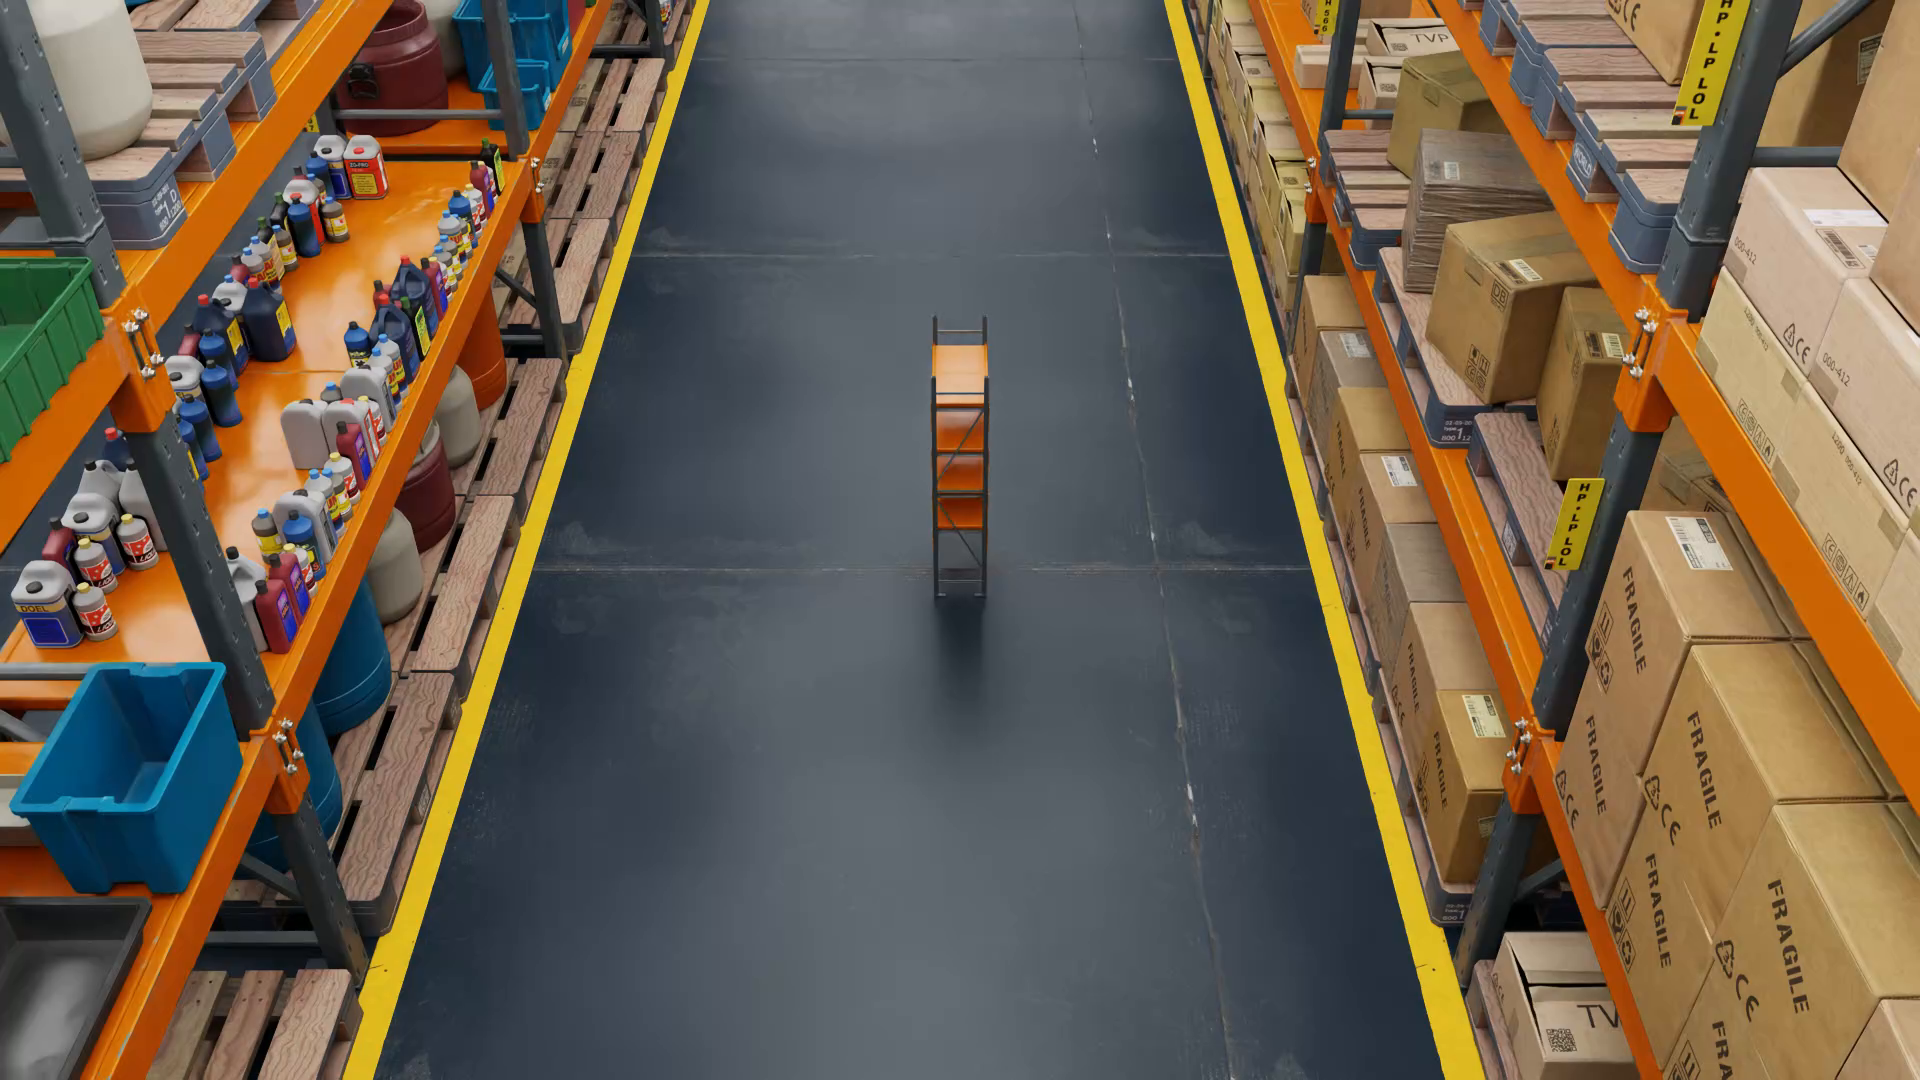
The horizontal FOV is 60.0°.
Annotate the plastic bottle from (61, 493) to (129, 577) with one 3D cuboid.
[{"bbox_3d":[-2.979,-0.018,5.719,0.152,0.276,0.135,0,39,0],"label":"plastic bottle"}]

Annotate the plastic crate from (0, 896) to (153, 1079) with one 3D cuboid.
[{"bbox_3d":[-2.385,1.192,4.281,0.437,0.125,0.590,0,39,0],"label":"plastic crate"}]

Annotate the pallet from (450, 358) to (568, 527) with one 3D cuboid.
[{"bbox_3d":[-2.617,-0.512,8.466,1.003,0.211,1.213,0,39,0],"label":"pallet"}]

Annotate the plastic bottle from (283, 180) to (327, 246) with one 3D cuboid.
[{"bbox_3d":[-2.981,-1.485,7.549,0.152,0.276,0.135,0,39,0],"label":"plastic bottle"}]

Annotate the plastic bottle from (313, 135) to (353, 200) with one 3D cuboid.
[{"bbox_3d":[-2.982,-1.774,7.910,0.152,0.276,0.135,0,39,0],"label":"plastic bottle"}]

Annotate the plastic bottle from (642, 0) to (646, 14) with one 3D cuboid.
[{"bbox_3d":[-2.360,-4.108,12.543,0.061,0.283,0.133,0,39,0],"label":"plastic bottle"}]

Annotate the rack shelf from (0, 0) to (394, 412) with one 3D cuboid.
[{"bbox_3d":[-2.657,-1.732,5.935,1.077,0.370,4.000,0,39,0],"label":"rack shelf"}]

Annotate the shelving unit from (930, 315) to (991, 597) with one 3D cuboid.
[{"bbox_3d":[0.000,-0.365,7.491,0.258,1.200,0.503,0,39,0],"label":"shelving unit"}]

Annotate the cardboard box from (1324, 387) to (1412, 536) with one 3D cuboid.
[{"bbox_3d":[2.011,-0.365,7.699,0.500,0.500,0.500,-1,39,-1],"label":"cardboard box"}]

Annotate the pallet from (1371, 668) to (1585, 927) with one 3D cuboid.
[{"bbox_3d":[2.260,0.987,6.596,1.003,0.211,1.213,0,39,0],"label":"pallet"}]

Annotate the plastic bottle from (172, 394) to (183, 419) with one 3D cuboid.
[{"bbox_3d":[-2.979,-0.418,6.217,0.152,0.276,0.135,0,39,0],"label":"plastic bottle"}]

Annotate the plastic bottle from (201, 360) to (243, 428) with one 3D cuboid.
[{"bbox_3d":[-2.855,-0.572,6.414,0.097,0.271,0.097,0,39,0],"label":"plastic bottle"}]

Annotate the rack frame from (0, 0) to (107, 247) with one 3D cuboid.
[{"bbox_3d":[-2.655,-1.933,3.211,1.000,3.000,0.127,0,39,0],"label":"rack frame"}]

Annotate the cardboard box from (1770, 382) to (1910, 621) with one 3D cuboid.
[{"bbox_3d":[2.048,-0.088,3.428,0.500,0.250,0.500,0,39,0],"label":"cardboard box"}]

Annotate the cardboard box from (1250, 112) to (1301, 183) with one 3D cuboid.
[{"bbox_3d":[2.042,-2.372,9.971,0.500,0.311,0.500,0,39,0],"label":"cardboard box"}]

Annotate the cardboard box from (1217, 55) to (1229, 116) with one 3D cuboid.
[{"bbox_3d":[2.042,-3.115,11.346,0.500,0.250,0.500,1,39,1],"label":"cardboard box"}]

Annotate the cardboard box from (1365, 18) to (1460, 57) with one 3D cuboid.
[{"bbox_3d":[2.487,-2.619,8.936,0.500,0.311,0.500,0,39,-1],"label":"cardboard box"}]

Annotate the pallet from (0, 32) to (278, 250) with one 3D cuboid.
[{"bbox_3d":[-2.753,-1.179,4.820,1.213,0.211,1.003,0,39,0],"label":"pallet"}]

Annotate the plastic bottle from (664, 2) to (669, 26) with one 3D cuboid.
[{"bbox_3d":[-2.226,-3.937,12.396,0.097,0.201,0.097,0,39,0],"label":"plastic bottle"}]

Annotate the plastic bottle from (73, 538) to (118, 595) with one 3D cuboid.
[{"bbox_3d":[-2.945,0.084,5.651,0.097,0.201,0.097,0,39,0],"label":"plastic bottle"}]

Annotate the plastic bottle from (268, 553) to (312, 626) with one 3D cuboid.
[{"bbox_3d":[-2.228,0.141,5.515,0.061,0.283,0.133,0,39,0],"label":"plastic bottle"}]

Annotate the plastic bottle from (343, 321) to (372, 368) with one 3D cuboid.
[{"bbox_3d":[-2.393,-0.749,6.635,0.097,0.271,0.097,0,39,0],"label":"plastic bottle"}]

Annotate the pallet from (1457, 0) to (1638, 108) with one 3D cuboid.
[{"bbox_3d":[2.364,-1.747,5.528,1.213,0.211,1.003,0,39,0],"label":"pallet"}]

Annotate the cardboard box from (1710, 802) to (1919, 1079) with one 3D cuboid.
[{"bbox_3d":[2.019,0.917,3.573,0.500,0.500,0.500,-1,39,-1],"label":"cardboard box"}]

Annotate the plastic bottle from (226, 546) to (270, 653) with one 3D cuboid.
[{"bbox_3d":[-2.331,0.182,5.409,0.144,0.351,0.185,0,39,0],"label":"plastic bottle"}]

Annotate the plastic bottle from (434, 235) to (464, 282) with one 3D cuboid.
[{"bbox_3d":[-2.249,-1.242,7.306,0.097,0.201,0.097,0,39,0],"label":"plastic bottle"}]

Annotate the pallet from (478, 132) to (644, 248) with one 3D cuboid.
[{"bbox_3d":[-2.620,-2.250,10.635,1.003,0.211,1.213,0,39,0],"label":"pallet"}]

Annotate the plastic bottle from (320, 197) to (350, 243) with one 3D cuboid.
[{"bbox_3d":[-2.857,-1.467,7.587,0.097,0.201,0.097,0,39,0],"label":"plastic bottle"}]

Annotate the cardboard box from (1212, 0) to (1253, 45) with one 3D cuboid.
[{"bbox_3d":[2.041,-3.647,11.562,0.500,0.311,0.500,0,39,0],"label":"cardboard box"}]

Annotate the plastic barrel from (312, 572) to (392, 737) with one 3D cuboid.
[{"bbox_3d":[-2.639,0.280,6.589,0.600,0.901,0.708,0,39,0],"label":"plastic barrel"}]

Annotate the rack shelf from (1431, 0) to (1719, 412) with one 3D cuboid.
[{"bbox_3d":[2.297,-1.733,5.937,1.077,0.370,4.000,0,39,0],"label":"rack shelf"}]

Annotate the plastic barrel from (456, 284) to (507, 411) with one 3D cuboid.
[{"bbox_3d":[-2.642,-1.104,8.374,0.600,0.830,0.708,0,39,0],"label":"plastic barrel"}]

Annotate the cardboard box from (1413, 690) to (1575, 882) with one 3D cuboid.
[{"bbox_3d":[2.012,0.902,6.118,0.500,0.500,0.500,0,39,0],"label":"cardboard box"}]

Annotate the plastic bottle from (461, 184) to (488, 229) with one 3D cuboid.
[{"bbox_3d":[-2.250,-1.546,7.685,0.097,0.201,0.097,0,39,0],"label":"plastic bottle"}]

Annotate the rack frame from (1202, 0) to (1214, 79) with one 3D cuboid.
[{"bbox_3d":[2.290,-4.596,11.332,1.000,3.000,0.127,0,39,0],"label":"rack frame"}]

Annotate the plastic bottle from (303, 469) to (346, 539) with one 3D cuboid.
[{"bbox_3d":[-2.247,-0.133,5.865,0.097,0.271,0.097,0,39,0],"label":"plastic bottle"}]

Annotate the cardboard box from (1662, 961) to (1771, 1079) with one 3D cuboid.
[{"bbox_3d":[2.029,1.320,3.870,0.500,0.500,0.500,0,39,0],"label":"cardboard box"}]

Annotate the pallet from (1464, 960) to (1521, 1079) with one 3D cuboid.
[{"bbox_3d":[2.299,1.925,5.425,1.003,0.211,1.213,0,39,0],"label":"pallet"}]

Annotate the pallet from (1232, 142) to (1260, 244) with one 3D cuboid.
[{"bbox_3d":[2.334,-2.282,10.674,1.003,0.211,1.213,0,39,0],"label":"pallet"}]

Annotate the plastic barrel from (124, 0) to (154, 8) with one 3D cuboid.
[{"bbox_3d":[-2.809,-2.189,5.193,0.600,0.901,0.708,0,39,0],"label":"plastic barrel"}]

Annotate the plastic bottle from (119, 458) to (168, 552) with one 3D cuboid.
[{"bbox_3d":[-2.839,-0.147,5.820,0.144,0.351,0.185,0,39,0],"label":"plastic bottle"}]

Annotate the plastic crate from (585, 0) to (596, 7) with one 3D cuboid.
[{"bbox_3d":[-2.379,-3.423,10.038,0.450,0.188,0.662,0,39,0],"label":"plastic crate"}]

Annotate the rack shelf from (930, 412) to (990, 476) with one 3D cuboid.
[{"bbox_3d":[0.000,-0.487,7.393,0.258,0.148,0.480,0,39,0],"label":"rack shelf"}]

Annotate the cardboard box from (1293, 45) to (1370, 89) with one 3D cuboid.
[{"bbox_3d":[2.017,-2.559,8.990,0.380,0.149,0.250,0,39,0],"label":"cardboard box"}]

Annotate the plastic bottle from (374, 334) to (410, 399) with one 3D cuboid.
[{"bbox_3d":[-2.248,-0.689,6.559,0.097,0.271,0.097,0,39,0],"label":"plastic bottle"}]

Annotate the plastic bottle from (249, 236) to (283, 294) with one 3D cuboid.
[{"bbox_3d":[-3.008,-1.182,7.175,0.097,0.271,0.097,0,39,0],"label":"plastic bottle"}]

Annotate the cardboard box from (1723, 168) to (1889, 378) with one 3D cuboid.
[{"bbox_3d":[2.051,-0.596,3.662,0.500,0.250,0.500,0,39,0],"label":"cardboard box"}]

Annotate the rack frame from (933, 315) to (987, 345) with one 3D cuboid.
[{"bbox_3d":[0.000,-0.517,7.682,0.240,1.200,0.015,0,39,0],"label":"rack frame"}]

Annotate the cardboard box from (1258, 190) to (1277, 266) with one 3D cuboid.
[{"bbox_3d":[2.046,-1.836,9.751,0.500,0.250,0.500,0,39,-1],"label":"cardboard box"}]

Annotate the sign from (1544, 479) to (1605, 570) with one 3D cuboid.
[{"bbox_3d":[1.744,-0.042,4.724,0.100,0.325,0.005,0,39,0],"label":"sign"}]

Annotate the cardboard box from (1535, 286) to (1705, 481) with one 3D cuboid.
[{"bbox_3d":[2.458,-0.522,5.833,0.700,0.500,0.500,6,39,7],"label":"cardboard box"}]

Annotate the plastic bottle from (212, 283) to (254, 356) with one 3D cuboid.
[{"bbox_3d":[-2.980,-0.907,6.827,0.152,0.276,0.135,0,39,0],"label":"plastic bottle"}]
